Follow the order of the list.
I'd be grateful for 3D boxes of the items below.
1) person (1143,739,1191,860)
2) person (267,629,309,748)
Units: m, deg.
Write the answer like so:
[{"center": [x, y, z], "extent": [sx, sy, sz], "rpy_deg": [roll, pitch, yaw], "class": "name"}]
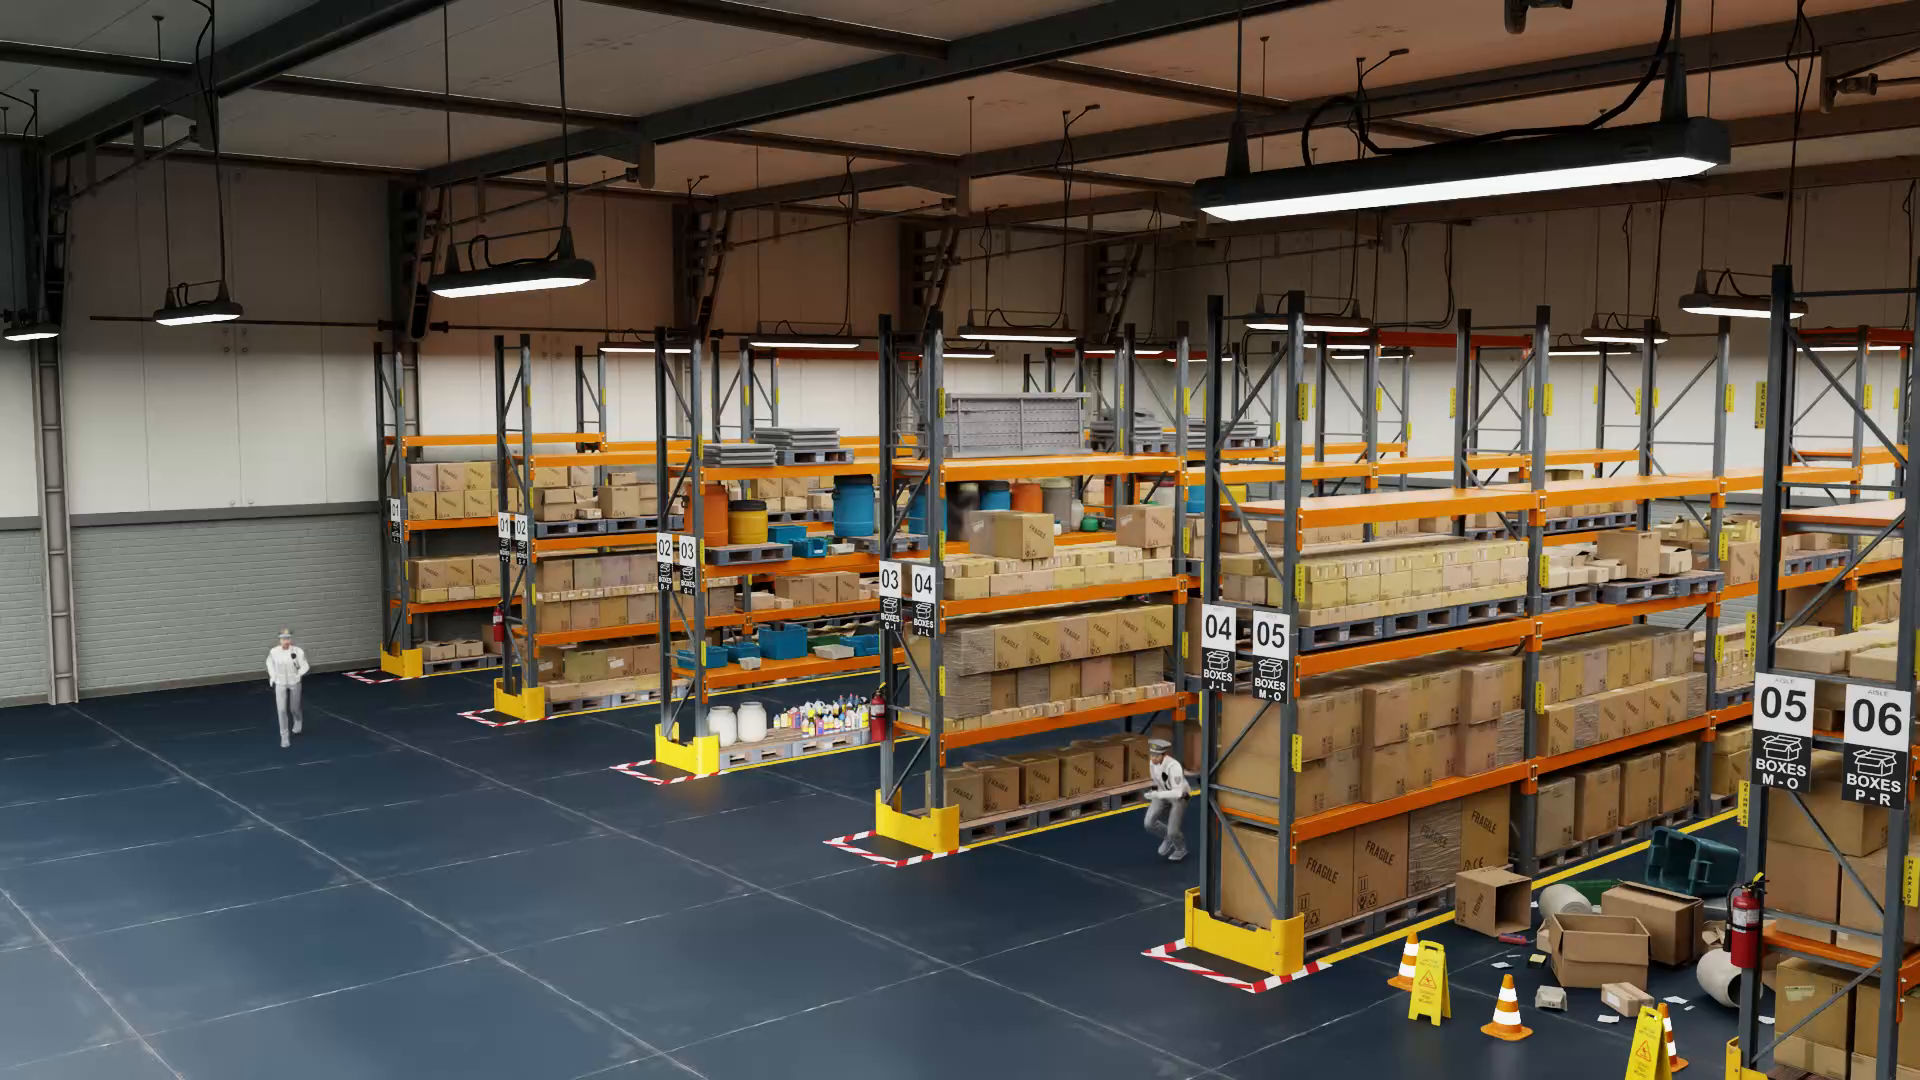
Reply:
[{"center": [2.256, 2.810, 17.925], "extent": [0.574, 1.431, 0.955], "rpy_deg": [5, 7, 44], "class": "person"}, {"center": [-9.833, 2.119, 24.348], "extent": [0.590, 1.694, 0.916], "rpy_deg": [-2, 5, -17], "class": "person"}]
